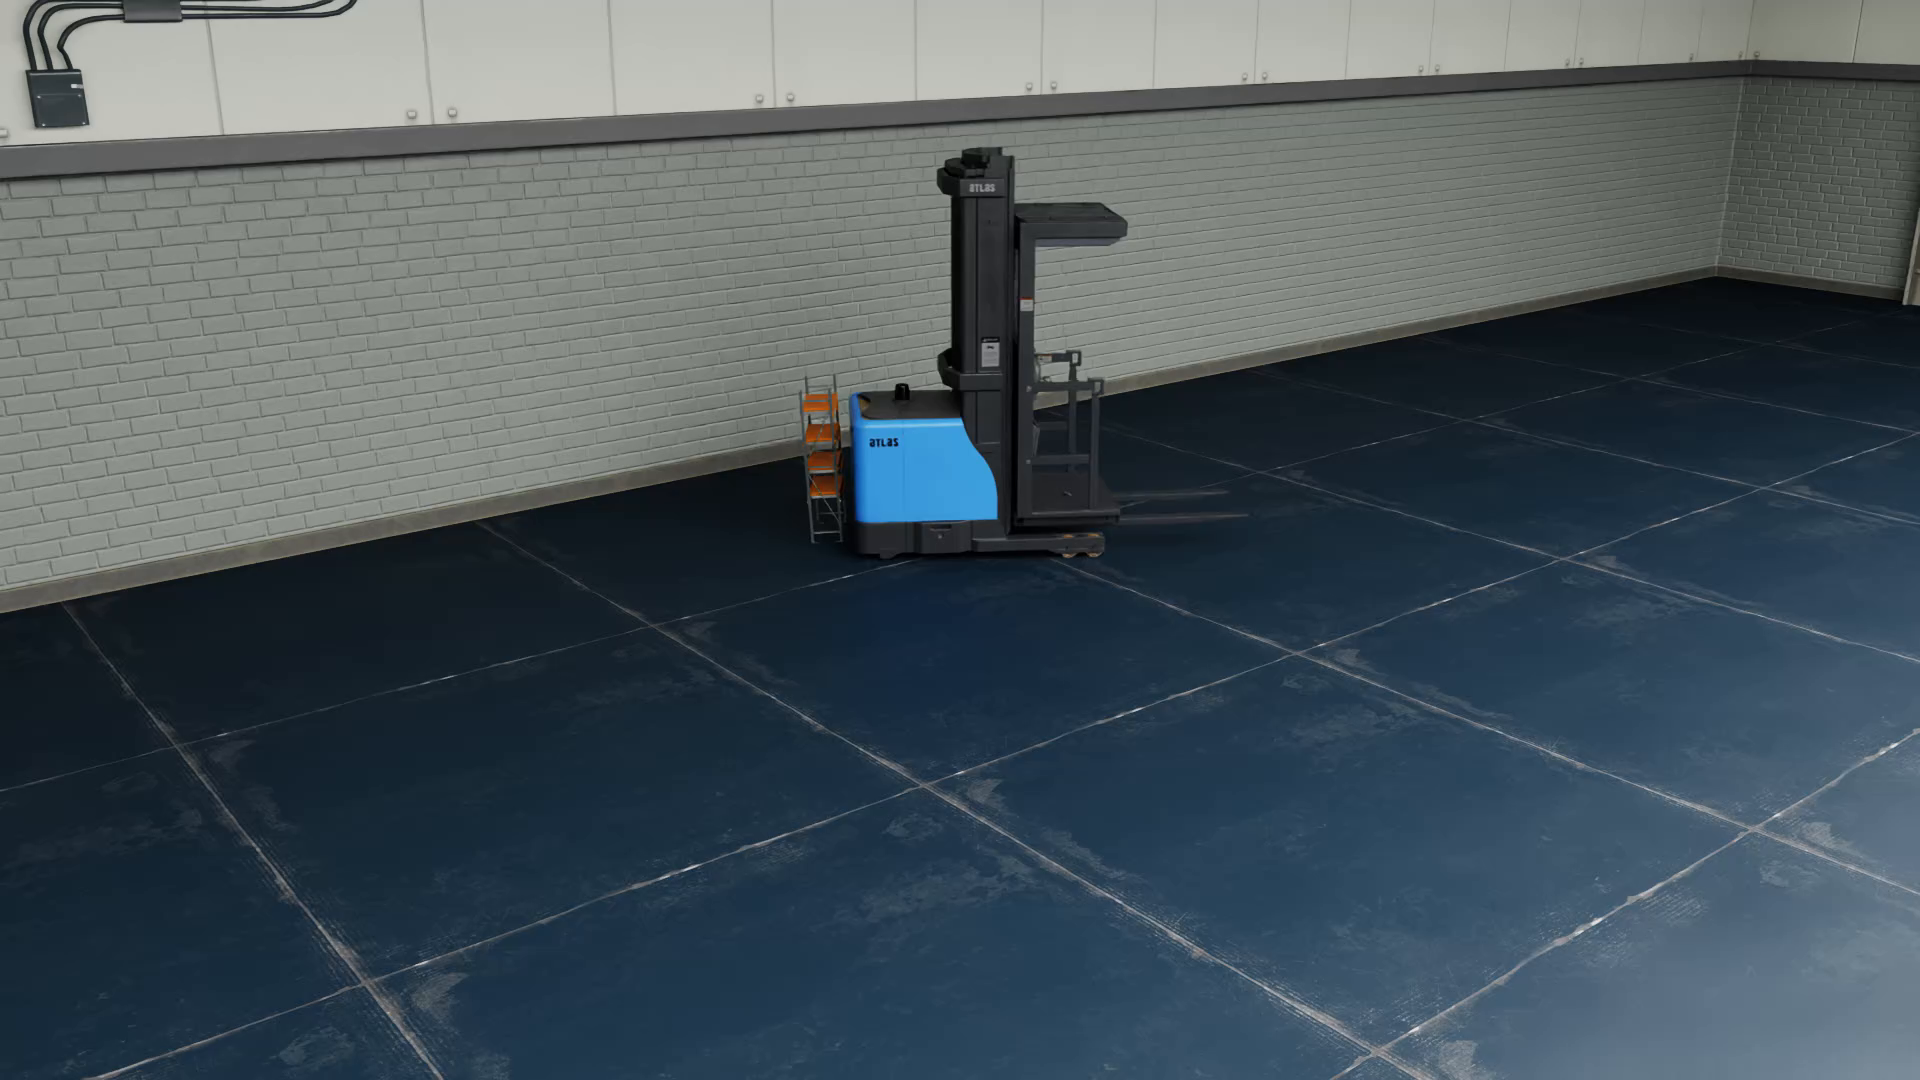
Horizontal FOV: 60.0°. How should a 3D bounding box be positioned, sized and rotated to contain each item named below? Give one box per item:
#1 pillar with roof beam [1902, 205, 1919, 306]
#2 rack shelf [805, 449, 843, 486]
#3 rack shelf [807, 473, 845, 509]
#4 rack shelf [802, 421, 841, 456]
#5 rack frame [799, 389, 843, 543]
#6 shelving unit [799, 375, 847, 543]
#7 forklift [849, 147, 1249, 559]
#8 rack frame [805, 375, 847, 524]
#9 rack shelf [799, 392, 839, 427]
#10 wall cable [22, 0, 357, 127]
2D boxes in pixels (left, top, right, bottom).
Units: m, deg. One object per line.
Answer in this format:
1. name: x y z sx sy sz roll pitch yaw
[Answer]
1. pillar with roof beam: 9.604 -6.600 18.479 9.100 9.000 0.400 -14 23 -36
2. rack shelf: -1.048 -0.563 12.847 0.258 0.148 0.480 -3 18 1
3. rack shelf: -1.037 -0.375 12.909 0.258 0.148 0.480 -3 18 1
4. rack shelf: -1.060 -0.775 12.777 0.258 0.148 0.480 -3 18 1
5. rack frame: -1.052 -0.550 12.594 0.240 1.200 0.015 -3 18 1
6. shelving unit: -1.052 -0.627 12.826 0.258 1.200 0.503 -3 18 1
7. forklift: 0.676 -1.426 12.506 3.031 2.935 1.130 -2 18 -5
8. rack frame: -1.051 -0.704 13.057 0.240 1.200 0.015 -3 18 1
9. rack shelf: -1.072 -1.000 12.702 0.258 0.148 0.480 -3 18 1
10. wall cable: -5.055 -5.740 10.471 2.305 6.003 0.169 -14 23 -36
